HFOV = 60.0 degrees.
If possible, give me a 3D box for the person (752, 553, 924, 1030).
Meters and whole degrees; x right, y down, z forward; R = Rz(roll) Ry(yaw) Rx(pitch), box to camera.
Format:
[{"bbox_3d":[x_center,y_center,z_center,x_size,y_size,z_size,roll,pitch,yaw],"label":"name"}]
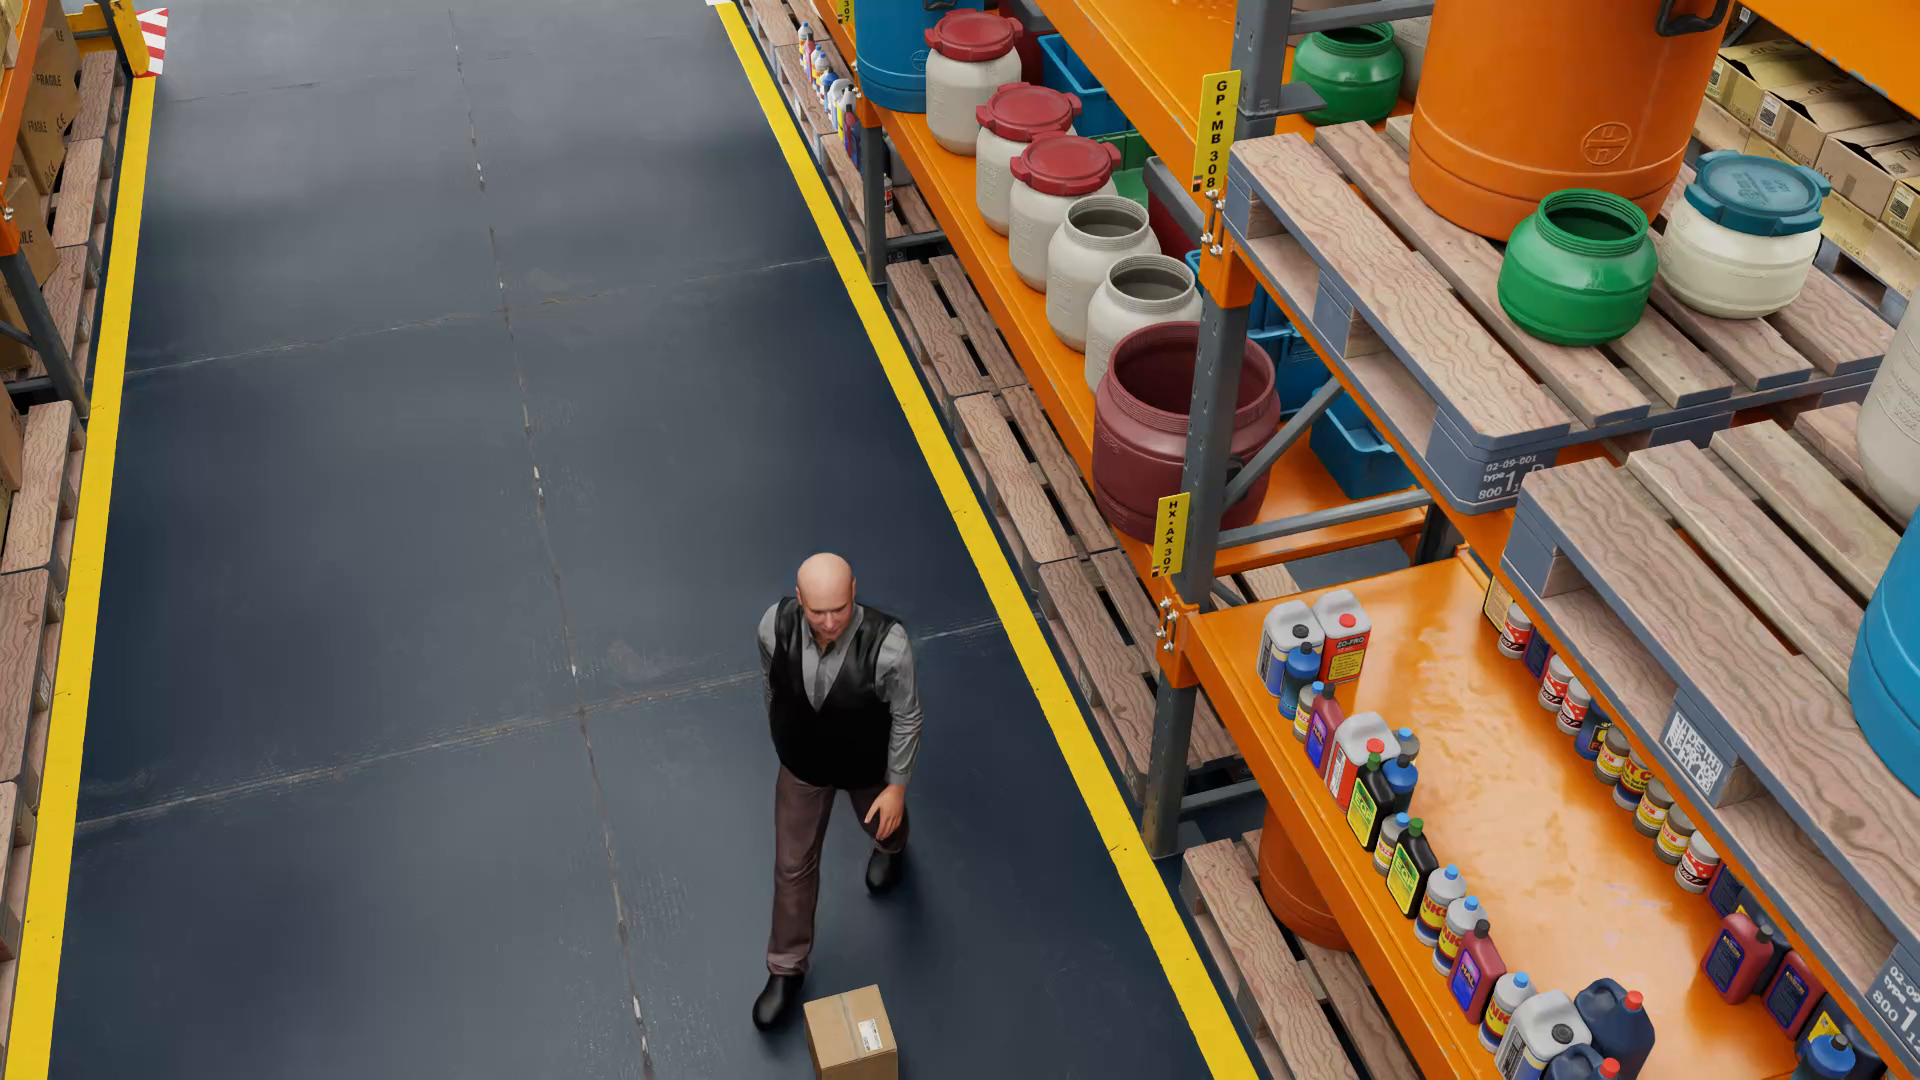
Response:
[{"bbox_3d":[-0.406,0.764,5.326,0.566,1.671,0.967,7,42,8],"label":"person"}]
